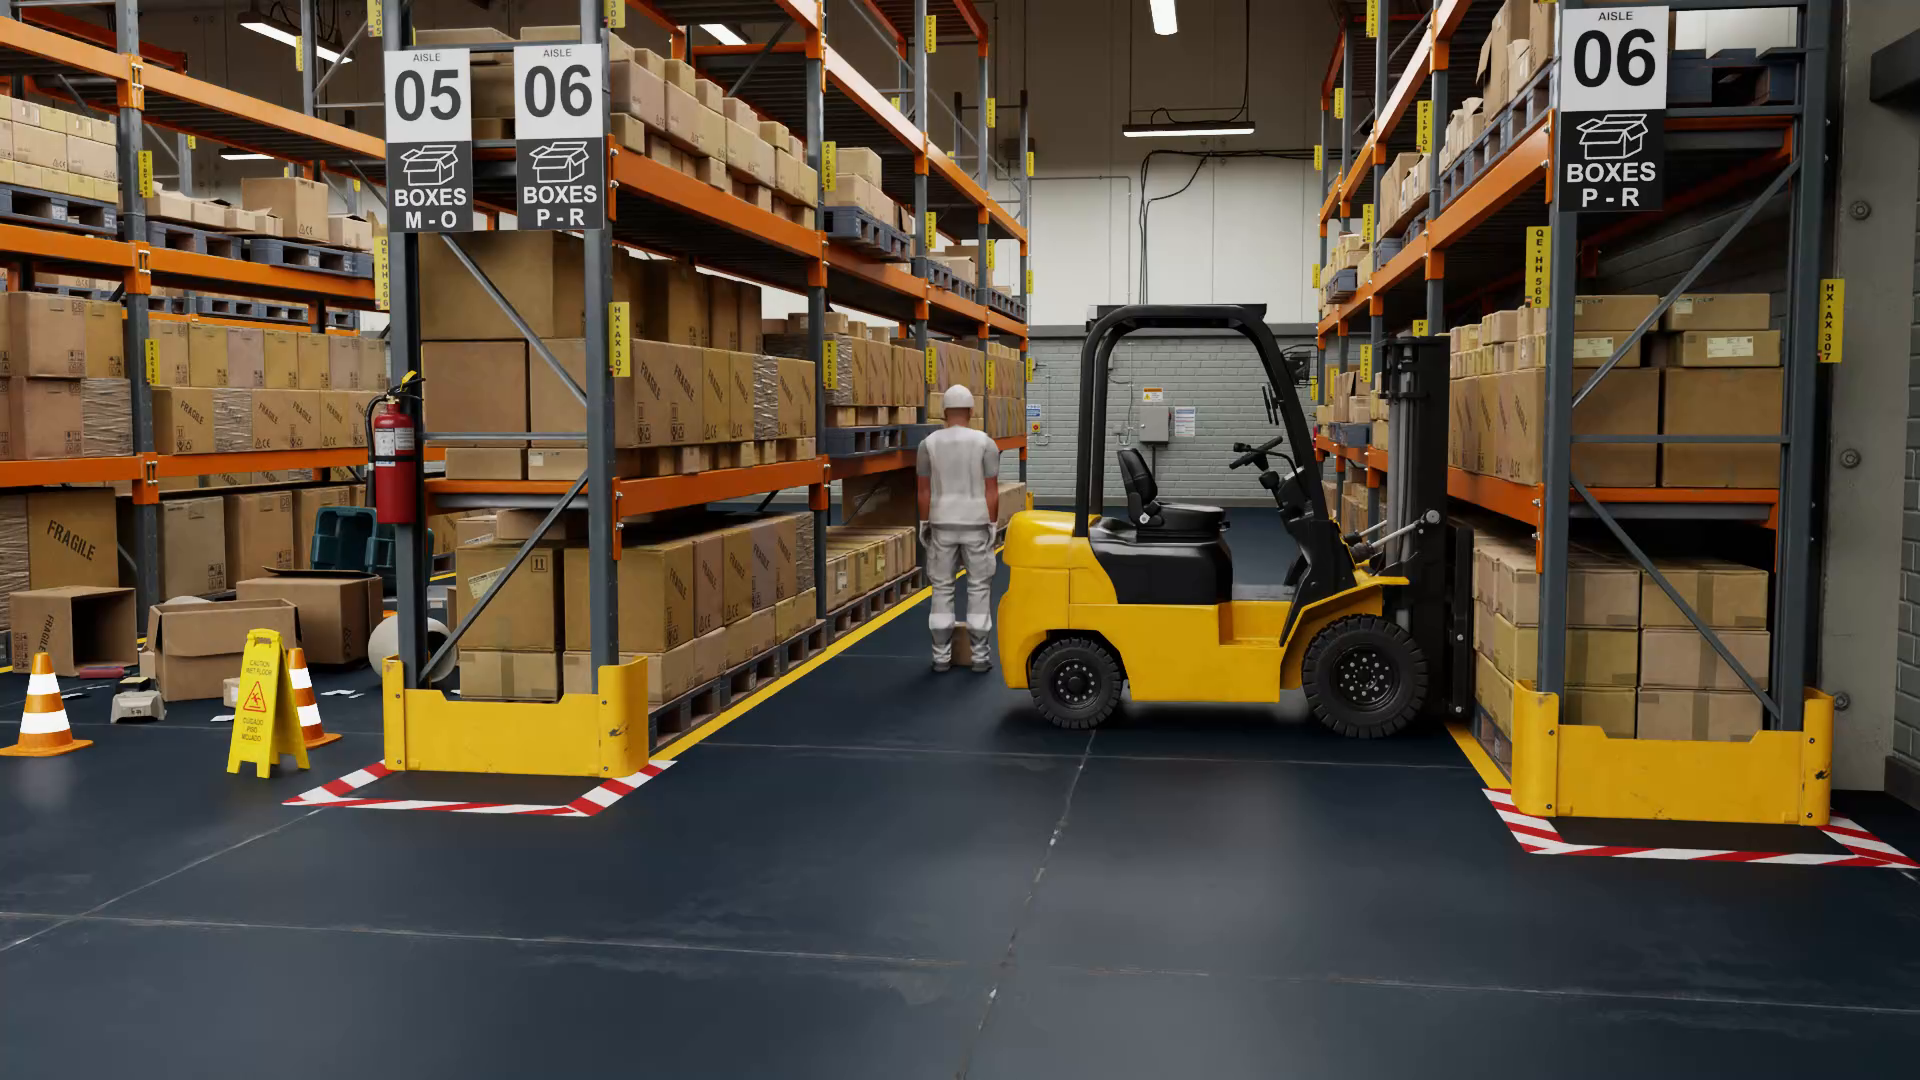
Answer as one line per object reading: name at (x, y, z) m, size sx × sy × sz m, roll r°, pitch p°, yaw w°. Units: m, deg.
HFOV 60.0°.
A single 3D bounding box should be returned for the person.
person at (-0.008, -0.073, 10.393) m, size 0.525 × 1.783 × 0.341 m, roll 1°, pitch 4°, yaw 8°
